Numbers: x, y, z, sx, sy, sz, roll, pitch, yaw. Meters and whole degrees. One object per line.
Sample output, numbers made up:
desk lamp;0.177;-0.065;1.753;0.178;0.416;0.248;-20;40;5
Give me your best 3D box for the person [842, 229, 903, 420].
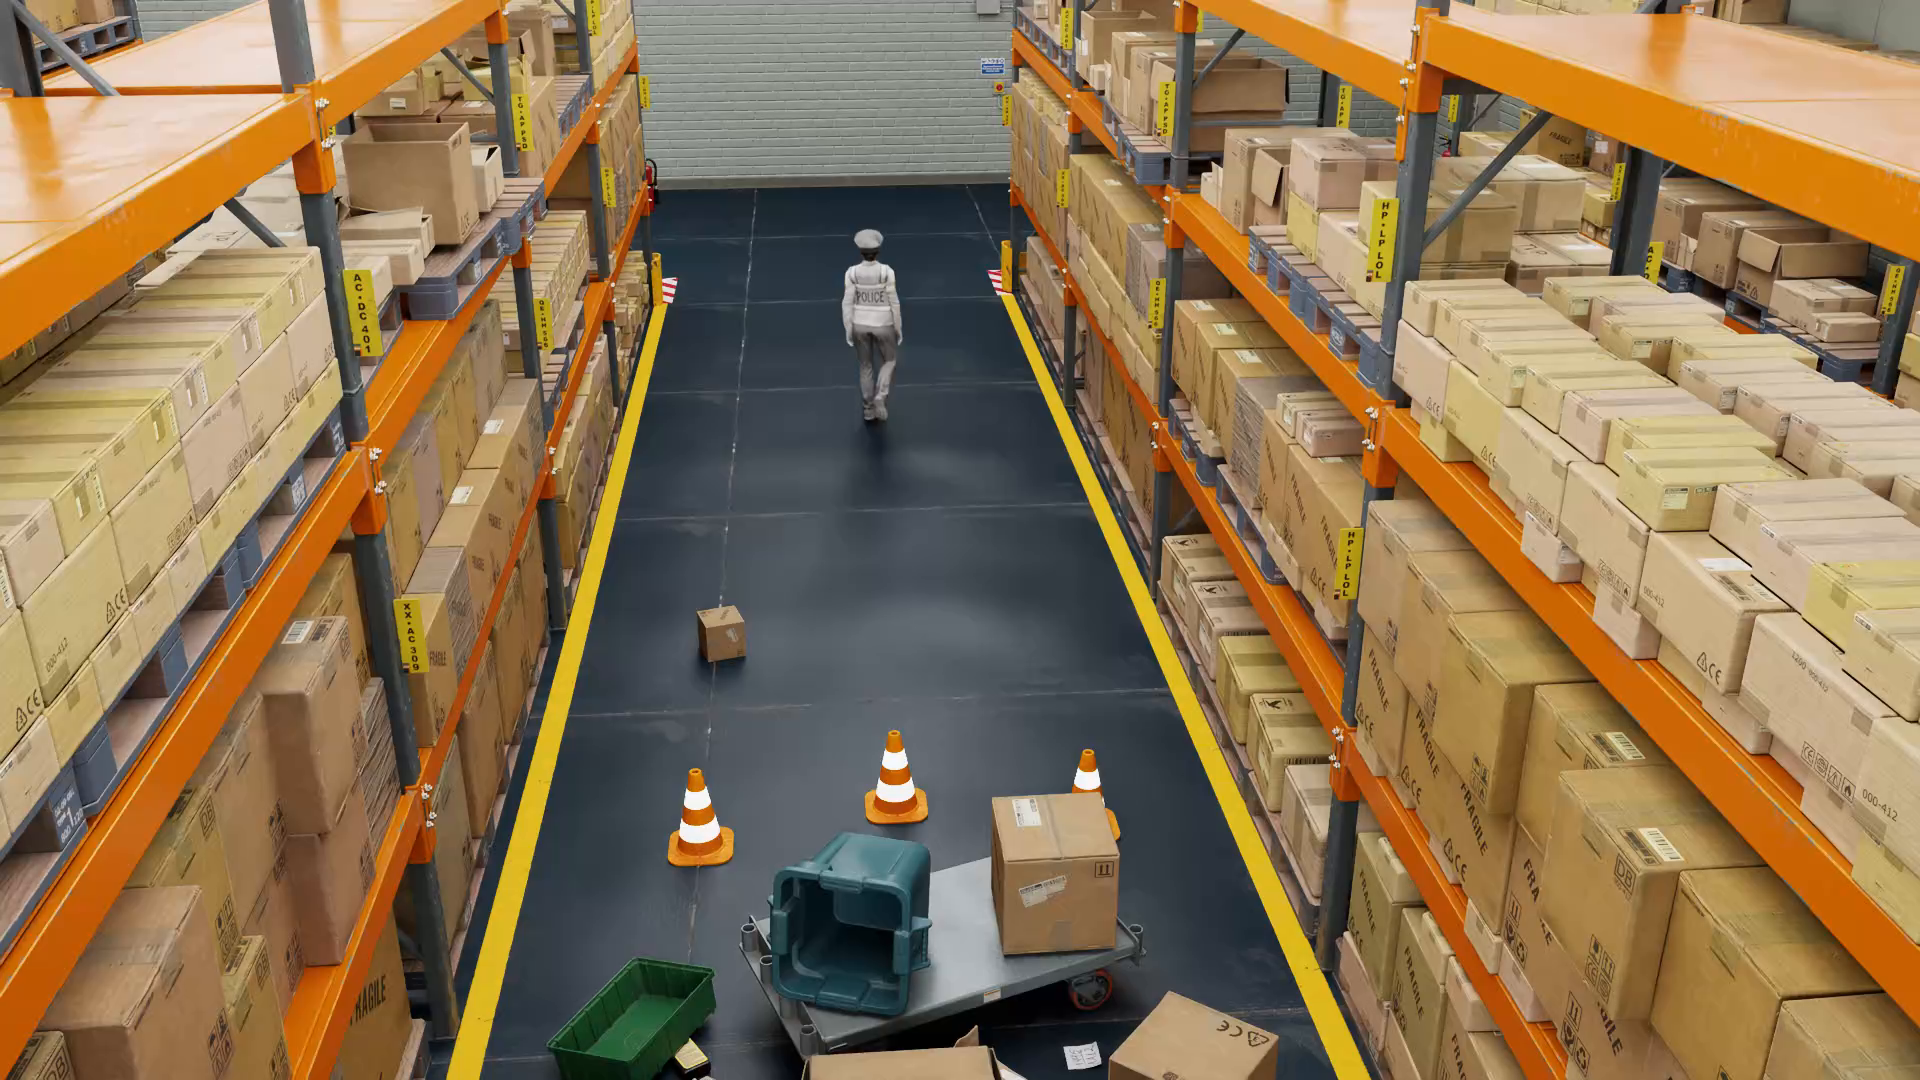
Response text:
person;-0.759;-1.827;14.342;0.519;1.682;0.481;2;24;5
